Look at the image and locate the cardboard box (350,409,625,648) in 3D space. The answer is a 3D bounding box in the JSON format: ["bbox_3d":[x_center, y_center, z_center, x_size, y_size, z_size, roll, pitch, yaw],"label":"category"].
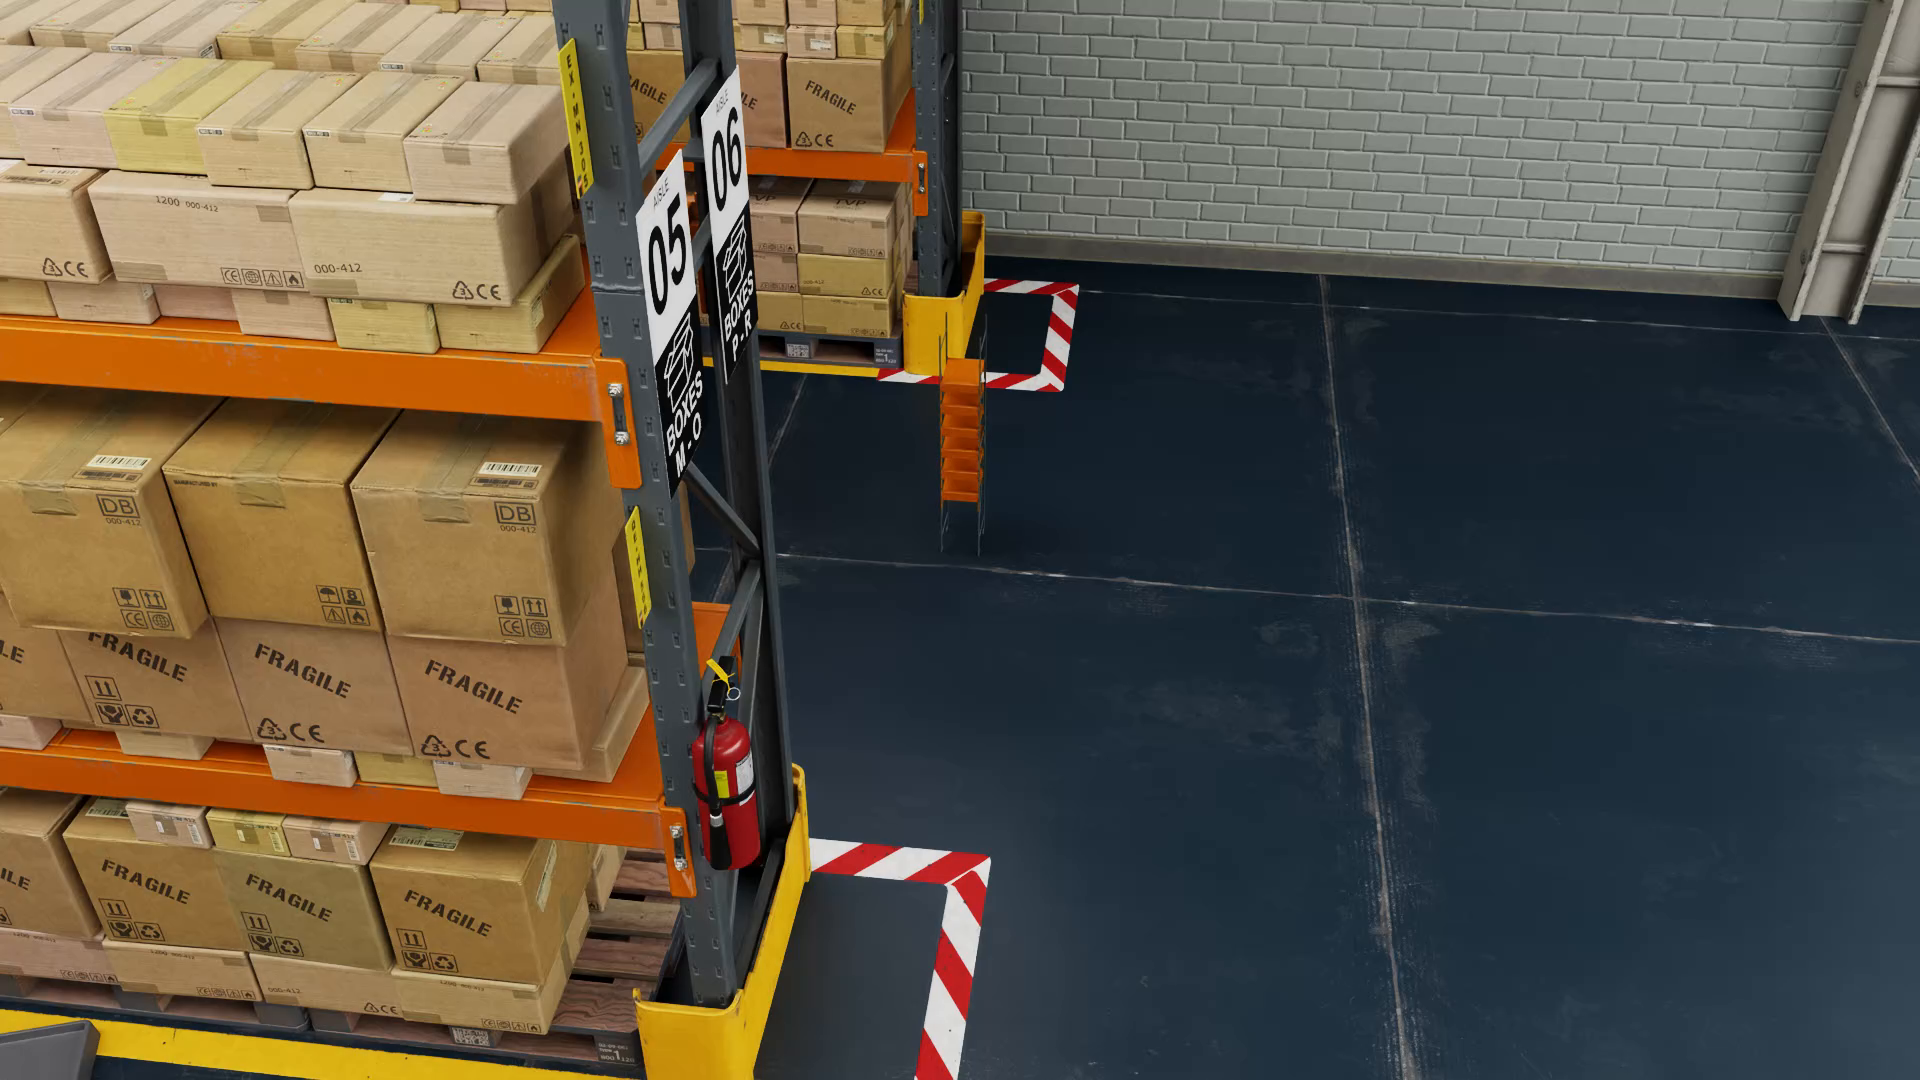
[{"bbox_3d":[-1.274,-0.126,4.641,0.500,0.500,0.700,3,36,5],"label":"cardboard box"}]

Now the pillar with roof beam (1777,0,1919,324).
[{"bbox_3d":[4.716,-2.593,4.138,0.400,9.000,9.100,4,36,6],"label":"pillar with roof beam"}]

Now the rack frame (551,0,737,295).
[{"bbox_3d":[-0.740,-2.087,3.428,0.127,3.000,1.000,4,36,6],"label":"rack frame"}]

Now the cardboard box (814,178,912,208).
[{"bbox_3d":[-0.564,-2.109,9.767,0.500,0.250,0.500,4,36,5],"label":"cardboard box"}]

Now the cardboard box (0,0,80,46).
[{"bbox_3d":[-2.571,-1.363,4.525,0.250,0.149,0.380,5,36,7],"label":"cardboard box"}]

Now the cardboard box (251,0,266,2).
[{"bbox_3d":[-3.800,-3.032,9.016,0.250,0.149,0.380,5,36,7],"label":"cardboard box"}]

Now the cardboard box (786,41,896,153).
[{"bbox_3d":[-0.633,-2.431,8.988,0.500,0.500,0.500,4,36,5],"label":"cardboard box"}]

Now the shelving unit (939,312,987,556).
[{"bbox_3d":[0.014,-0.487,7.900,0.189,1.200,0.258,4,36,6],"label":"shelving unit"}]

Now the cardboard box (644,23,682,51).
[{"bbox_3d":[-1.513,-2.748,8.874,0.250,0.149,0.380,3,36,4],"label":"cardboard box"}]

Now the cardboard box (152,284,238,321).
[{"bbox_3d":[-1.882,-0.725,4.318,0.250,0.149,0.380,5,36,6],"label":"cardboard box"}]

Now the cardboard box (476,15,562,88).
[{"bbox_3d":[-1.066,-1.232,4.342,0.250,0.149,0.380,4,36,6],"label":"cardboard box"}]

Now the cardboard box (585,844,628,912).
[{"bbox_3d":[-1.504,1.084,6.154,0.500,0.250,0.500,4,36,6],"label":"cardboard box"}]

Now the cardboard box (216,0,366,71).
[{"bbox_3d":[-1.798,-1.357,4.517,0.250,0.149,0.380,4,36,6],"label":"cardboard box"}]

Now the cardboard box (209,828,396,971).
[{"bbox_3d":[-2.085,1.052,5.553,0.500,0.500,0.500,6,36,8],"label":"cardboard box"}]

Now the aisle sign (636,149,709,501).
[{"bbox_3d":[-0.715,-0.531,4.175,0.004,0.787,0.394,4,36,6],"label":"aisle sign"}]

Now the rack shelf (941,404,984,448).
[{"bbox_3d":[0.014,-0.549,7.856,0.180,0.103,0.258,4,36,6],"label":"rack shelf"}]

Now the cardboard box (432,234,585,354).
[{"bbox_3d":[-1.129,-0.629,4.183,0.250,0.149,0.380,4,36,6],"label":"cardboard box"}]

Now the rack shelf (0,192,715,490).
[{"bbox_3d":[-2.723,-0.721,4.715,4.000,0.370,1.077,4,36,6],"label":"rack shelf"}]

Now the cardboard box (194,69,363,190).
[{"bbox_3d":[-1.619,-0.993,4.006,0.250,0.149,0.380,4,36,5],"label":"cardboard box"}]

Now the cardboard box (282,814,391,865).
[{"bbox_3d":[-1.940,0.837,5.297,0.250,0.149,0.380,5,36,7],"label":"cardboard box"}]

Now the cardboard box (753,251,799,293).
[{"bbox_3d":[-1.130,-1.660,9.568,0.500,0.250,0.500,4,36,5],"label":"cardboard box"}]

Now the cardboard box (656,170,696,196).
[{"bbox_3d":[-1.616,-1.884,9.453,0.500,0.250,0.500,5,36,7],"label":"cardboard box"}]

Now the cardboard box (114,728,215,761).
[{"bbox_3d":[-2.415,0.499,5.185,0.250,0.149,0.380,4,36,5],"label":"cardboard box"}]

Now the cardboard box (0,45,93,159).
[{"bbox_3d":[-2.362,-1.098,4.154,0.250,0.149,0.380,3,36,5],"label":"cardboard box"}]

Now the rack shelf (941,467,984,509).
[{"bbox_3d":[0.014,-0.256,8.065,0.180,0.103,0.258,4,36,6],"label":"rack shelf"}]

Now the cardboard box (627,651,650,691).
[{"bbox_3d":[-1.050,0.313,5.446,0.250,0.149,0.380,4,36,6],"label":"cardboard box"}]

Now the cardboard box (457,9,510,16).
[{"bbox_3d":[-2.530,-2.819,8.974,0.250,0.149,0.380,3,36,4],"label":"cardboard box"}]

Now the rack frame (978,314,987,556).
[{"bbox_3d":[0.105,-0.481,7.890,0.006,1.200,0.240,4,36,6],"label":"rack frame"}]

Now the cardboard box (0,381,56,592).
[{"bbox_3d":[-2.771,-0.263,4.833,0.500,0.500,0.700,4,36,6],"label":"cardboard box"}]

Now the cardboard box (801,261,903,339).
[{"bbox_3d":[-0.617,-1.410,9.648,0.500,0.250,0.500,5,36,6],"label":"cardboard box"}]

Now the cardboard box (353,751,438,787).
[{"bbox_3d":[-1.655,0.567,5.090,0.250,0.149,0.380,4,36,5],"label":"cardboard box"}]

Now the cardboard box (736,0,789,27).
[{"bbox_3d":[-1.005,-2.840,8.747,0.250,0.149,0.380,5,36,7],"label":"cardboard box"}]

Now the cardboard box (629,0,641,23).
[{"bbox_3d":[-1.772,-2.873,8.793,0.250,0.149,0.380,5,36,7],"label":"cardboard box"}]

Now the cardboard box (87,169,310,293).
[{"bbox_3d":[-1.779,-0.854,4.156,0.500,0.250,0.500,4,36,5],"label":"cardboard box"}]

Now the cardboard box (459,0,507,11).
[{"bbox_3d":[-2.512,-2.983,8.947,0.250,0.149,0.380,4,36,6],"label":"cardboard box"}]

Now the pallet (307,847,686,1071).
[{"bbox_3d":[-1.616,1.404,6.101,1.213,0.211,1.003,4,36,6],"label":"pallet"}]

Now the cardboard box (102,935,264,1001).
[{"bbox_3d":[-2.608,1.320,5.824,0.500,0.250,0.500,3,36,4],"label":"cardboard box"}]

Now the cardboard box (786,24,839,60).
[{"bbox_3d":[-0.748,-2.676,8.773,0.250,0.149,0.380,5,36,7],"label":"cardboard box"}]

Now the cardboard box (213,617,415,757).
[{"bbox_3d":[-1.809,0.272,4.944,0.500,0.500,0.500,4,36,6],"label":"cardboard box"}]

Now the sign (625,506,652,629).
[{"bbox_3d":[-0.830,0.073,4.296,0.005,0.325,0.100,4,36,6],"label":"sign"}]
